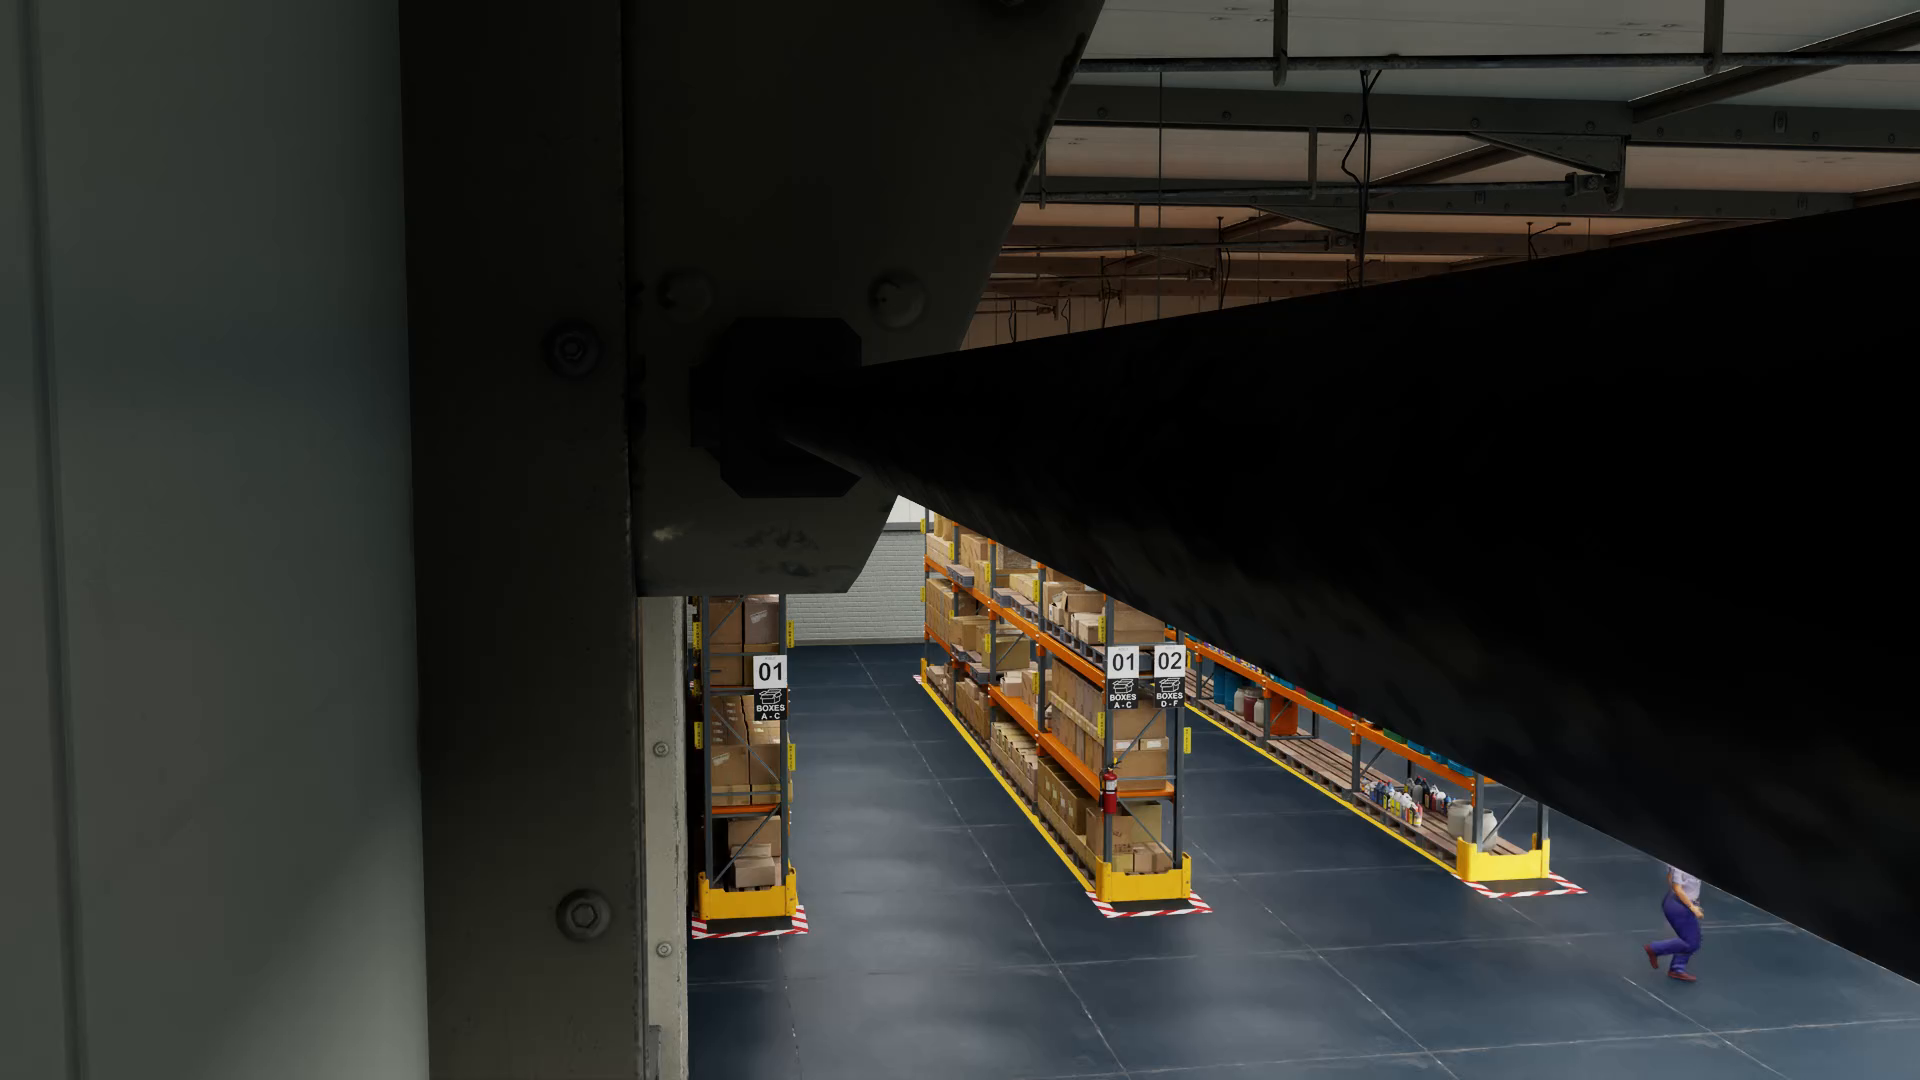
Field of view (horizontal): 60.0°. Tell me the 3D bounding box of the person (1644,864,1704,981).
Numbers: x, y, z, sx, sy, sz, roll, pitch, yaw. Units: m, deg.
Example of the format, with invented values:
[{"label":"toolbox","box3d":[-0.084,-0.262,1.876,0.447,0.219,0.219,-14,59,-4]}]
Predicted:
[{"label":"person","box3d":[7.698,3.964,17.955,0.586,1.600,0.593,1,5,15]}]
